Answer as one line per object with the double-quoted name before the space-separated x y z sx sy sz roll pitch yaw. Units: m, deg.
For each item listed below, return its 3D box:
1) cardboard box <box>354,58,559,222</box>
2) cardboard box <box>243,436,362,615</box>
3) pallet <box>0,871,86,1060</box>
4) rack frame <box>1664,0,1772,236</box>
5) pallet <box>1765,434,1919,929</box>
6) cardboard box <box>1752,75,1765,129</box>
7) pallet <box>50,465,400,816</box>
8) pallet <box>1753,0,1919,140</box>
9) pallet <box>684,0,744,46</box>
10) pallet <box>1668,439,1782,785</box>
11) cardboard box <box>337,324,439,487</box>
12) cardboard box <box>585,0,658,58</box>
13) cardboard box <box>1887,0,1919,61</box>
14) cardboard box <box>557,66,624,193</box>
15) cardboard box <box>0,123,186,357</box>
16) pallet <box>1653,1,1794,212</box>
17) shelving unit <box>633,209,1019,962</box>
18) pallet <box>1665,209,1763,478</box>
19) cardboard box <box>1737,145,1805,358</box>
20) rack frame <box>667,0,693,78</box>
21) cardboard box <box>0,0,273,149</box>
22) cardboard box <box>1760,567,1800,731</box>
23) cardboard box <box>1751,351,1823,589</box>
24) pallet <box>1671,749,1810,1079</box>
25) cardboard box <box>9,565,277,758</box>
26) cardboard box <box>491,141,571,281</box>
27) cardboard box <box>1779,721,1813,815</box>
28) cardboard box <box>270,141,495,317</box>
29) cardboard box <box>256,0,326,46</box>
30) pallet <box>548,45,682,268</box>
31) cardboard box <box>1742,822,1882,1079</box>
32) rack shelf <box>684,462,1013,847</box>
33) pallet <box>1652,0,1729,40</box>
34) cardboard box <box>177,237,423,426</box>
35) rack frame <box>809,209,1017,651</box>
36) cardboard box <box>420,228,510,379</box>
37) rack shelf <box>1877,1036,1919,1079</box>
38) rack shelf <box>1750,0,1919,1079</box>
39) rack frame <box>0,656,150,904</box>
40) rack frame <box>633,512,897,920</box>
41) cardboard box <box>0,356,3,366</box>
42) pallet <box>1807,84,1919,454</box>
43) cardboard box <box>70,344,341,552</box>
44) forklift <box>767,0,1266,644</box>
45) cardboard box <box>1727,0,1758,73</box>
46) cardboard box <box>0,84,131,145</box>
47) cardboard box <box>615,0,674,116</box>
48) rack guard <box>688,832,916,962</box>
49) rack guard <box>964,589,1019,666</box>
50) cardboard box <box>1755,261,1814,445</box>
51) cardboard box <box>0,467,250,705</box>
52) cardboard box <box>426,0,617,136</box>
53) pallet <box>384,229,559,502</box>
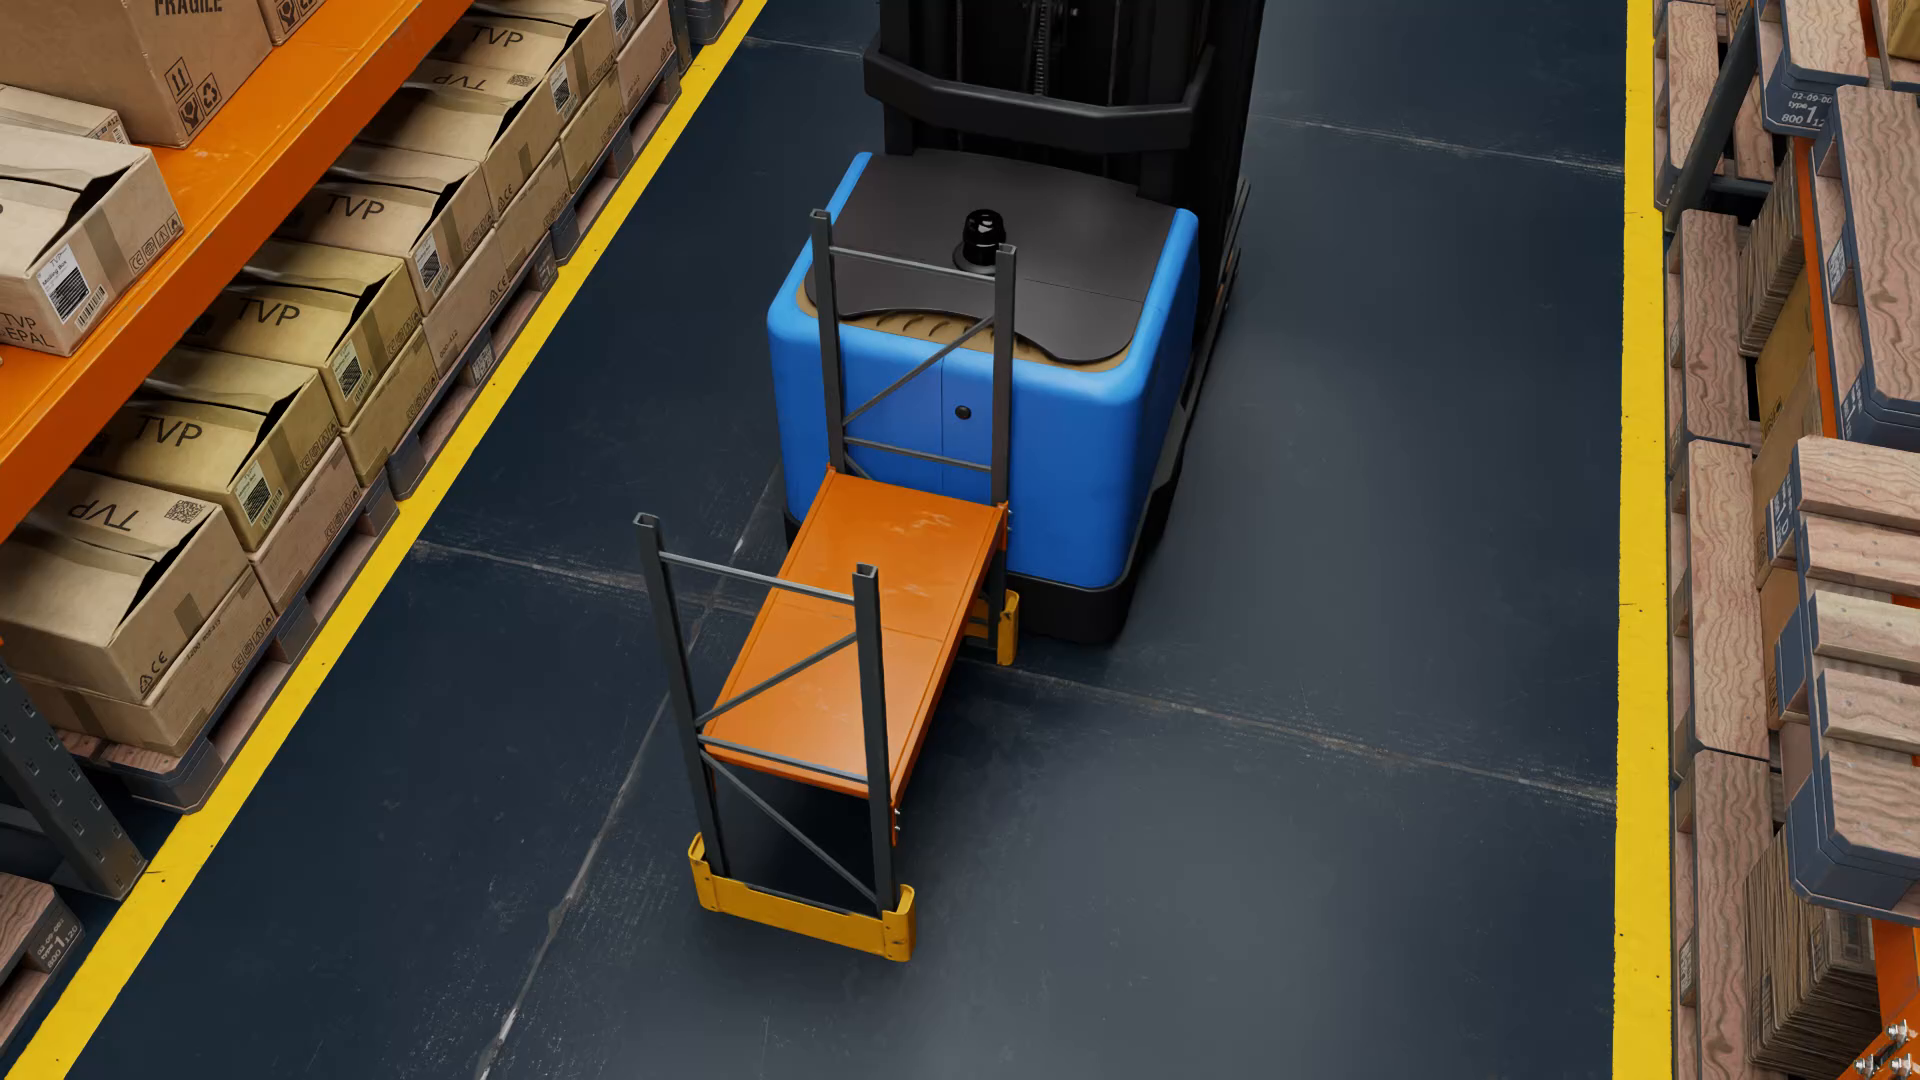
"cardboard box" -1.723 -1.395 5.660 0.500 0.311 0.500 11 50 10
"cardboard box" -2.128 -0.088 4.881 0.500 0.250 0.500 10 49 9
"pallet" -2.914 1.281 3.979 1.003 0.211 1.213 12 50 10
"rack frame" 3.152 -2.093 5.096 1.000 3.000 0.127 12 50 10
"pallet" 2.184 0.327 3.088 1.213 0.211 1.003 12 50 10
"cardboard box" 3.264 -1.694 6.340 0.380 0.166 0.250 6 49 5
"pallet" -2.427 0.161 4.967 1.003 0.211 1.213 12 50 10
"pallet" 2.810 -1.505 4.706 1.003 0.211 1.213 12 50 10
"pallet" -1.379 -2.712 7.503 1.003 0.211 1.213 12 50 10
"pallet" 2.629 0.279 4.863 1.003 0.211 1.213 12 50 10
"cardboard box" -1.997 -0.465 5.214 0.500 0.250 0.500 10 49 9
"cardboard box" -1.458 -2.133 6.312 0.500 0.311 0.500 12 50 10
"cardboard box" 2.831 -1.507 4.219 0.700 0.500 0.500 16 51 14
"cardboard box" -1.593 -1.574 6.192 0.500 0.250 0.500 11 49 9
"cardboard box" -2.259 -0.754 3.974 0.500 0.311 0.500 11 49 10
"pallet" 3.294 -1.663 6.577 1.003 0.211 1.213 12 50 10
"shelving unit" -0.260 0.146 4.121 0.587 1.500 1.083 13 50 11
"pallet" 2.948 -0.607 5.645 1.003 0.211 1.213 12 50 10
"cardboard box" 2.974 -0.876 5.396 0.700 0.500 0.500 13 50 11
"rack frame" -1.628 -3.068 5.957 1.000 3.000 0.127 12 50 10
"cardboard box" -2.255 -1.424 4.440 0.500 0.500 0.500 9 49 8
"cardboard box" 2.589 0.236 4.415 0.700 0.500 0.500 11 50 10
"cardboard box" 2.713 -0.131 4.739 0.700 0.500 0.500 12 50 10
"pallet" 2.306 1.158 4.087 1.003 0.211 1.213 12 50 10
"cardboard box" -2.260 0.276 4.560 0.500 0.250 0.500 11 50 10
"cardboard box" -1.727 -1.204 5.866 0.500 0.250 0.500 13 50 11
"cardboard box" 2.486 0.601 4.092 0.700 0.500 0.500 11 50 10
"cardboard box" -1.859 -1.032 5.340 0.500 0.311 0.500 11 49 10
"cardboard box" -2.117 -1.805 4.776 0.500 0.500 0.500 12 50 10
"pallet" -1.785 -1.604 6.525 1.003 0.211 1.213 12 50 10
"cardboard box" 2.238 0.951 3.784 0.700 0.500 0.500 12 50 11
"rack shelf" -0.257 0.259 4.261 0.538 0.185 1.000 13 50 11
"pallet" 3.614 -2.548 7.358 1.003 0.211 1.213 12 50 10
"cardboard box" -1.993 -0.660 5.012 0.500 0.311 0.500 10 49 9
"rack frame" -0.112 -0.226 4.449 0.500 1.500 0.032 13 50 11
"cardboard box" -1.862 -0.836 5.541 0.500 0.250 0.500 12 50 11
"rack shelf" 1.573 2.485 1.536 1.077 0.370 4.000 12 50 10
"rack shelf" 2.625 -0.408 4.089 1.077 0.370 4.000 12 50 10
"rack frame" -2.681 -0.174 3.403 1.000 3.000 0.127 12 50 10
"rack frame" -0.402 0.505 3.804 0.500 1.500 0.032 13 50 11
"cardboard box" -2.543 -0.399 3.661 0.500 0.311 0.500 14 50 12
"pallet" 2.580 -0.576 3.886 1.003 0.211 1.213 12 50 10
"cardboard box" -2.130 -0.292 4.686 0.500 0.311 0.500 10 49 9
"forklift" 0.383 -1.798 4.882 1.130 2.935 3.031 13 50 11
"cardboard box" 3.386 -2.170 6.538 0.500 0.500 0.500 8 49 7
"cardboard box" -2.400 -1.025 4.321 0.380 0.149 0.250 15 50 13
"cardboard box" -1.458 -1.940 6.515 0.500 0.250 0.500 11 50 10
"rack guard" -0.402 0.918 4.273 0.587 0.250 0.087 13 50 11
"rack guard" -0.118 0.202 4.905 0.587 0.250 0.087 13 50 11
"cardboard box" 2.886 -0.492 5.057 0.700 0.500 0.500 11 49 9
"cardboard box" -2.260 0.090 4.350 0.500 0.311 0.500 13 50 11
"cardboard box" -1.589 -1.755 5.978 0.500 0.311 0.500 13 50 11
"pallet" -2.104 -0.719 5.744 1.003 0.211 1.213 12 50 10
